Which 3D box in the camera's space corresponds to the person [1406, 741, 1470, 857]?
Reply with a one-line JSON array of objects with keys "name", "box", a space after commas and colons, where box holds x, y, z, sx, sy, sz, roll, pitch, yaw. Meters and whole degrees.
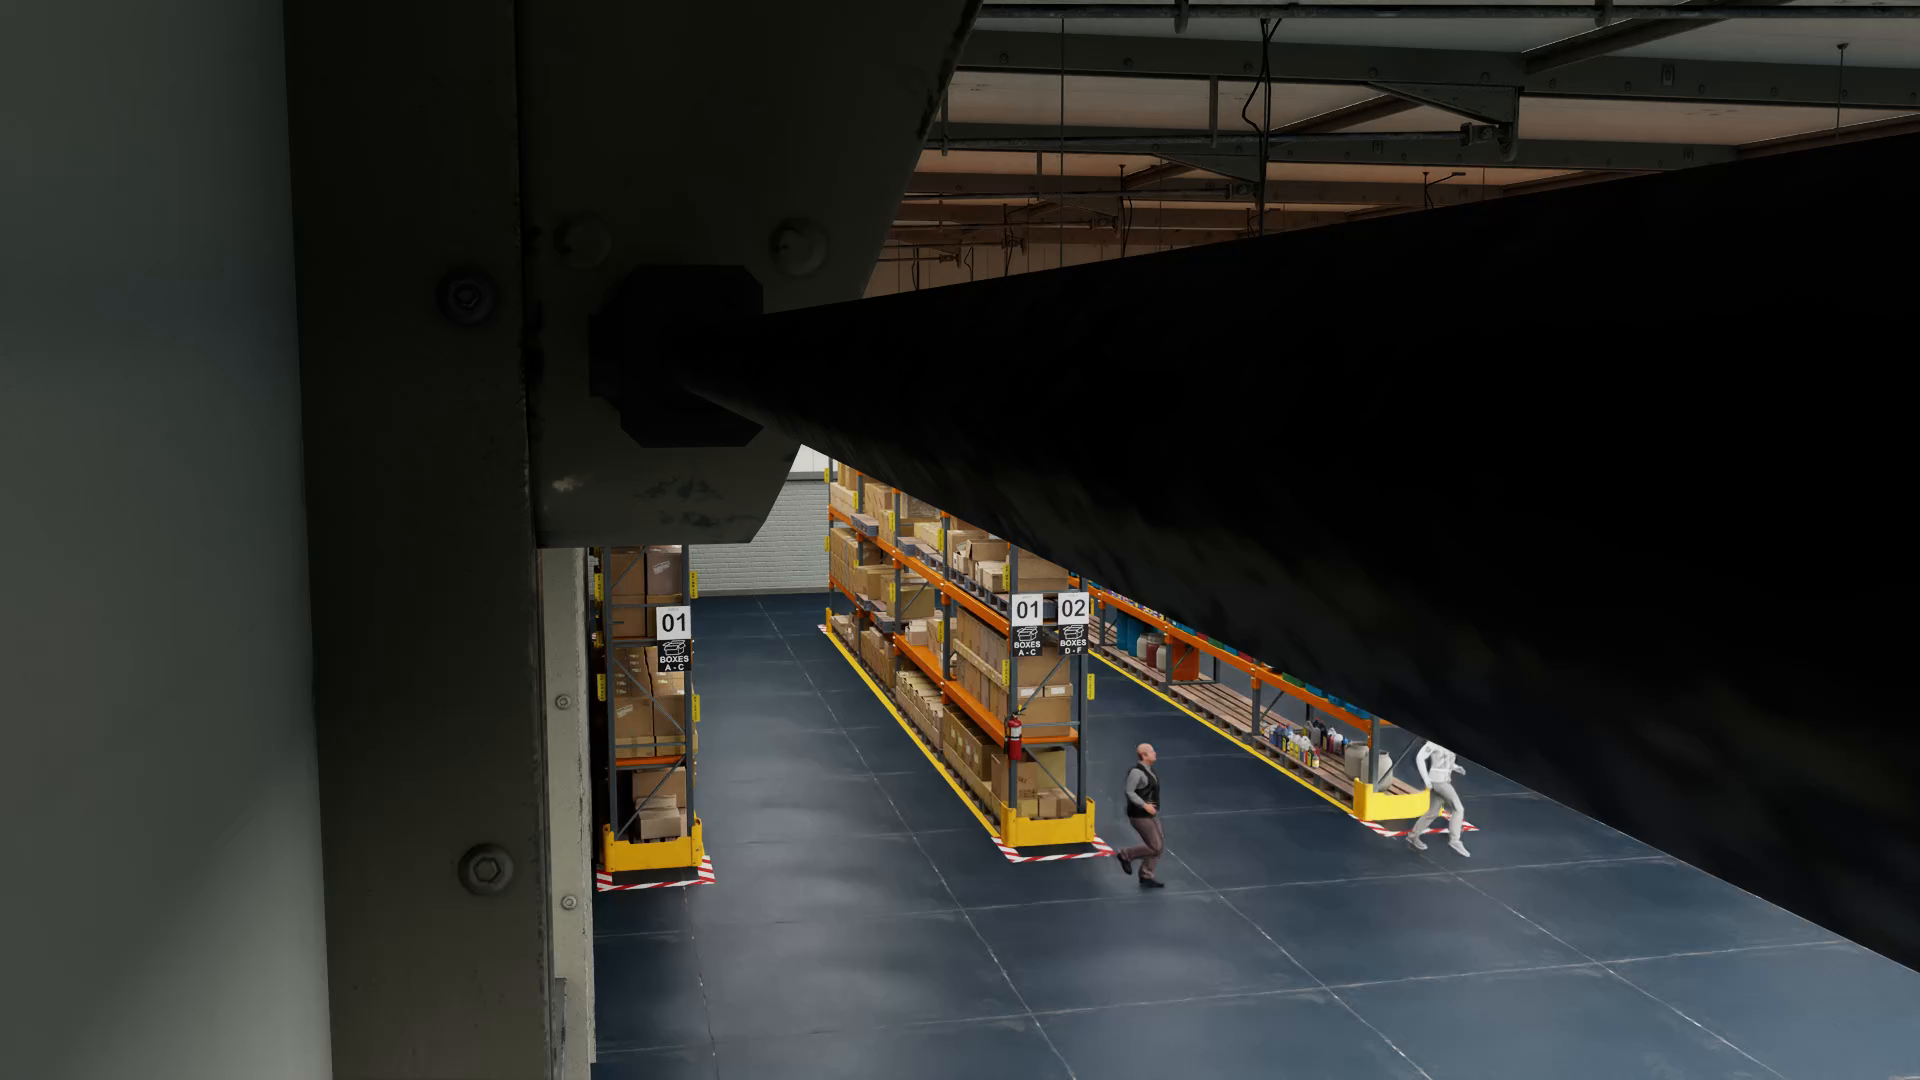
[{"name": "person", "box": [6.008, 3.041, 20.739, 0.760, 1.688, 0.592, 3, 7, 22]}]

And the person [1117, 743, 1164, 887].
[{"name": "person", "box": [2.121, 3.208, 19.431, 0.557, 1.694, 0.693, 3, 7, 24]}]
